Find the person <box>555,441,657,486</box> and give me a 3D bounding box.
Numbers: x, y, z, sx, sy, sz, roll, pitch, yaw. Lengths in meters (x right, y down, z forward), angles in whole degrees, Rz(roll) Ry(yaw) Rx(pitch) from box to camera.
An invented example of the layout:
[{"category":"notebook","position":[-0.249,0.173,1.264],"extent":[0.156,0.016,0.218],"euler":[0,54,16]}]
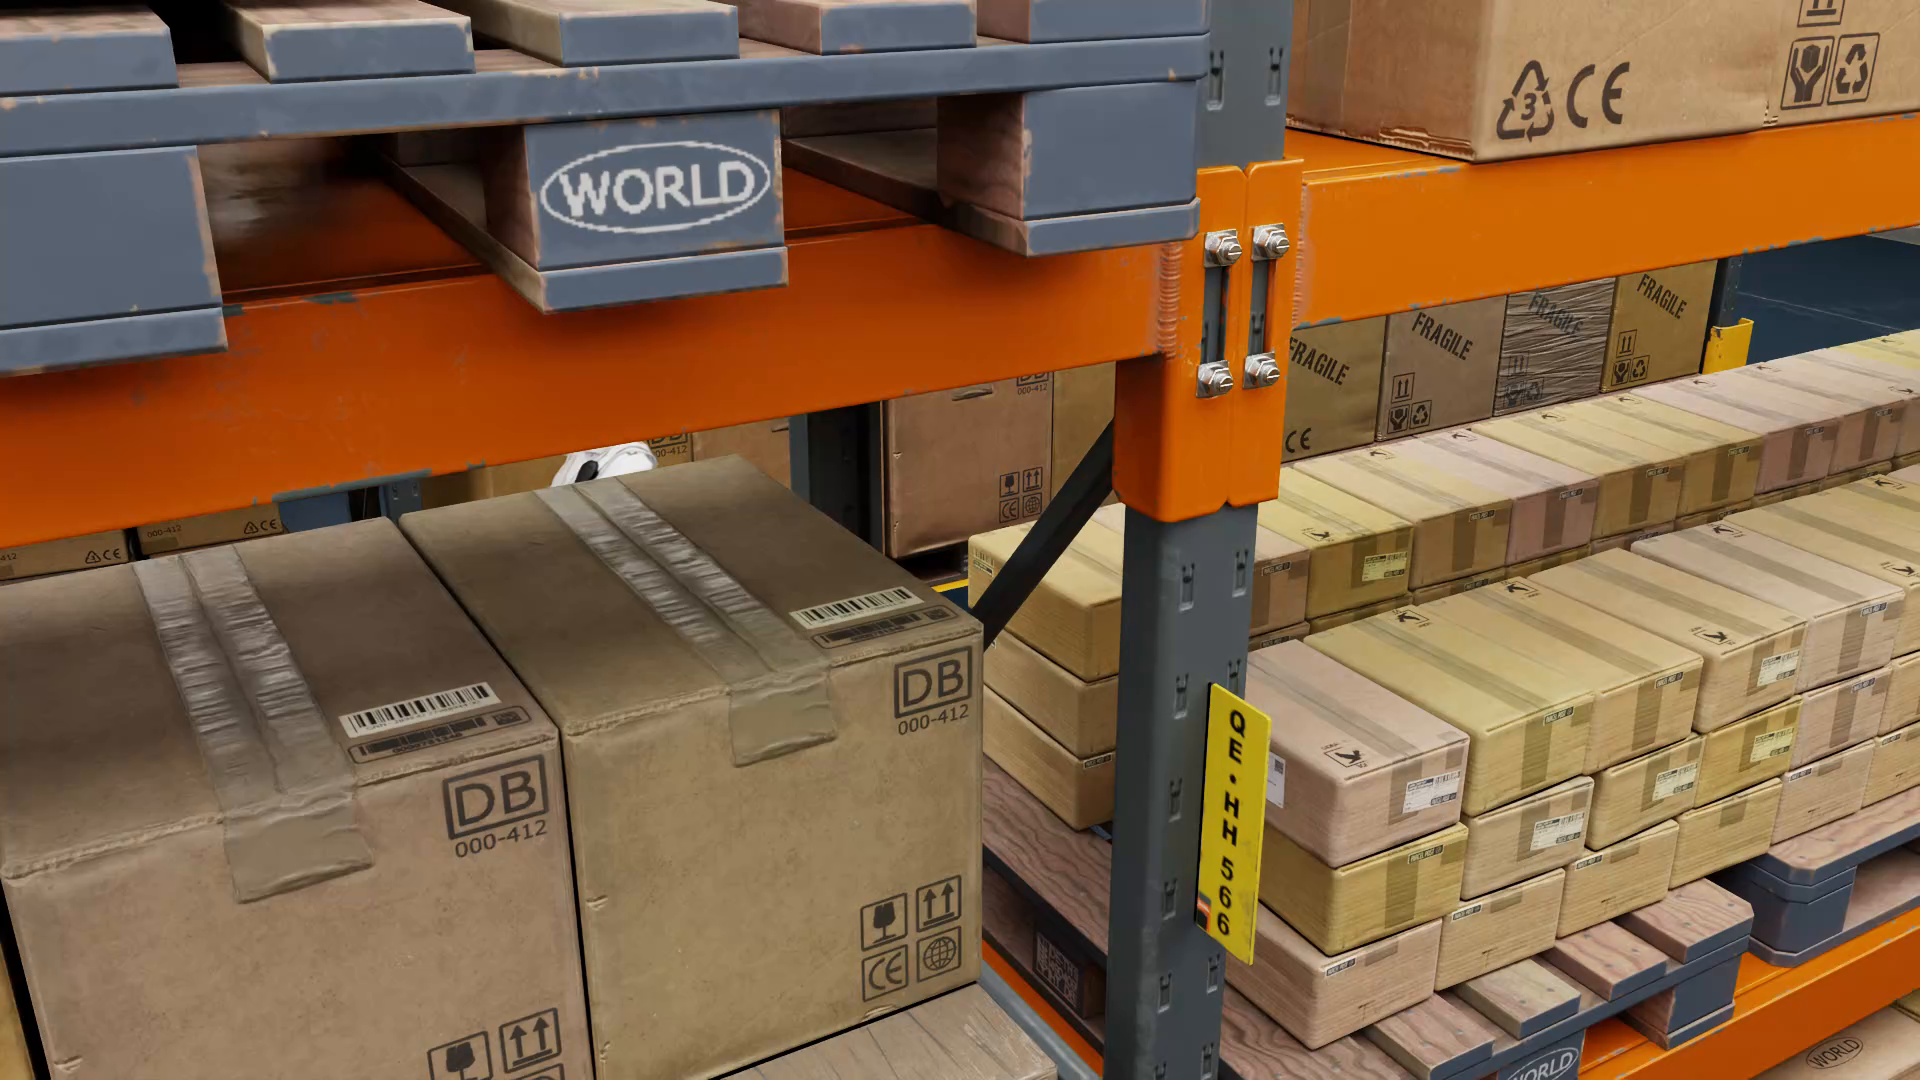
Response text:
[{"category":"person","position":[-1.222,0.189,5.579],"extent":[0.454,1.687,0.464],"euler":[-13,25,-29]}]
